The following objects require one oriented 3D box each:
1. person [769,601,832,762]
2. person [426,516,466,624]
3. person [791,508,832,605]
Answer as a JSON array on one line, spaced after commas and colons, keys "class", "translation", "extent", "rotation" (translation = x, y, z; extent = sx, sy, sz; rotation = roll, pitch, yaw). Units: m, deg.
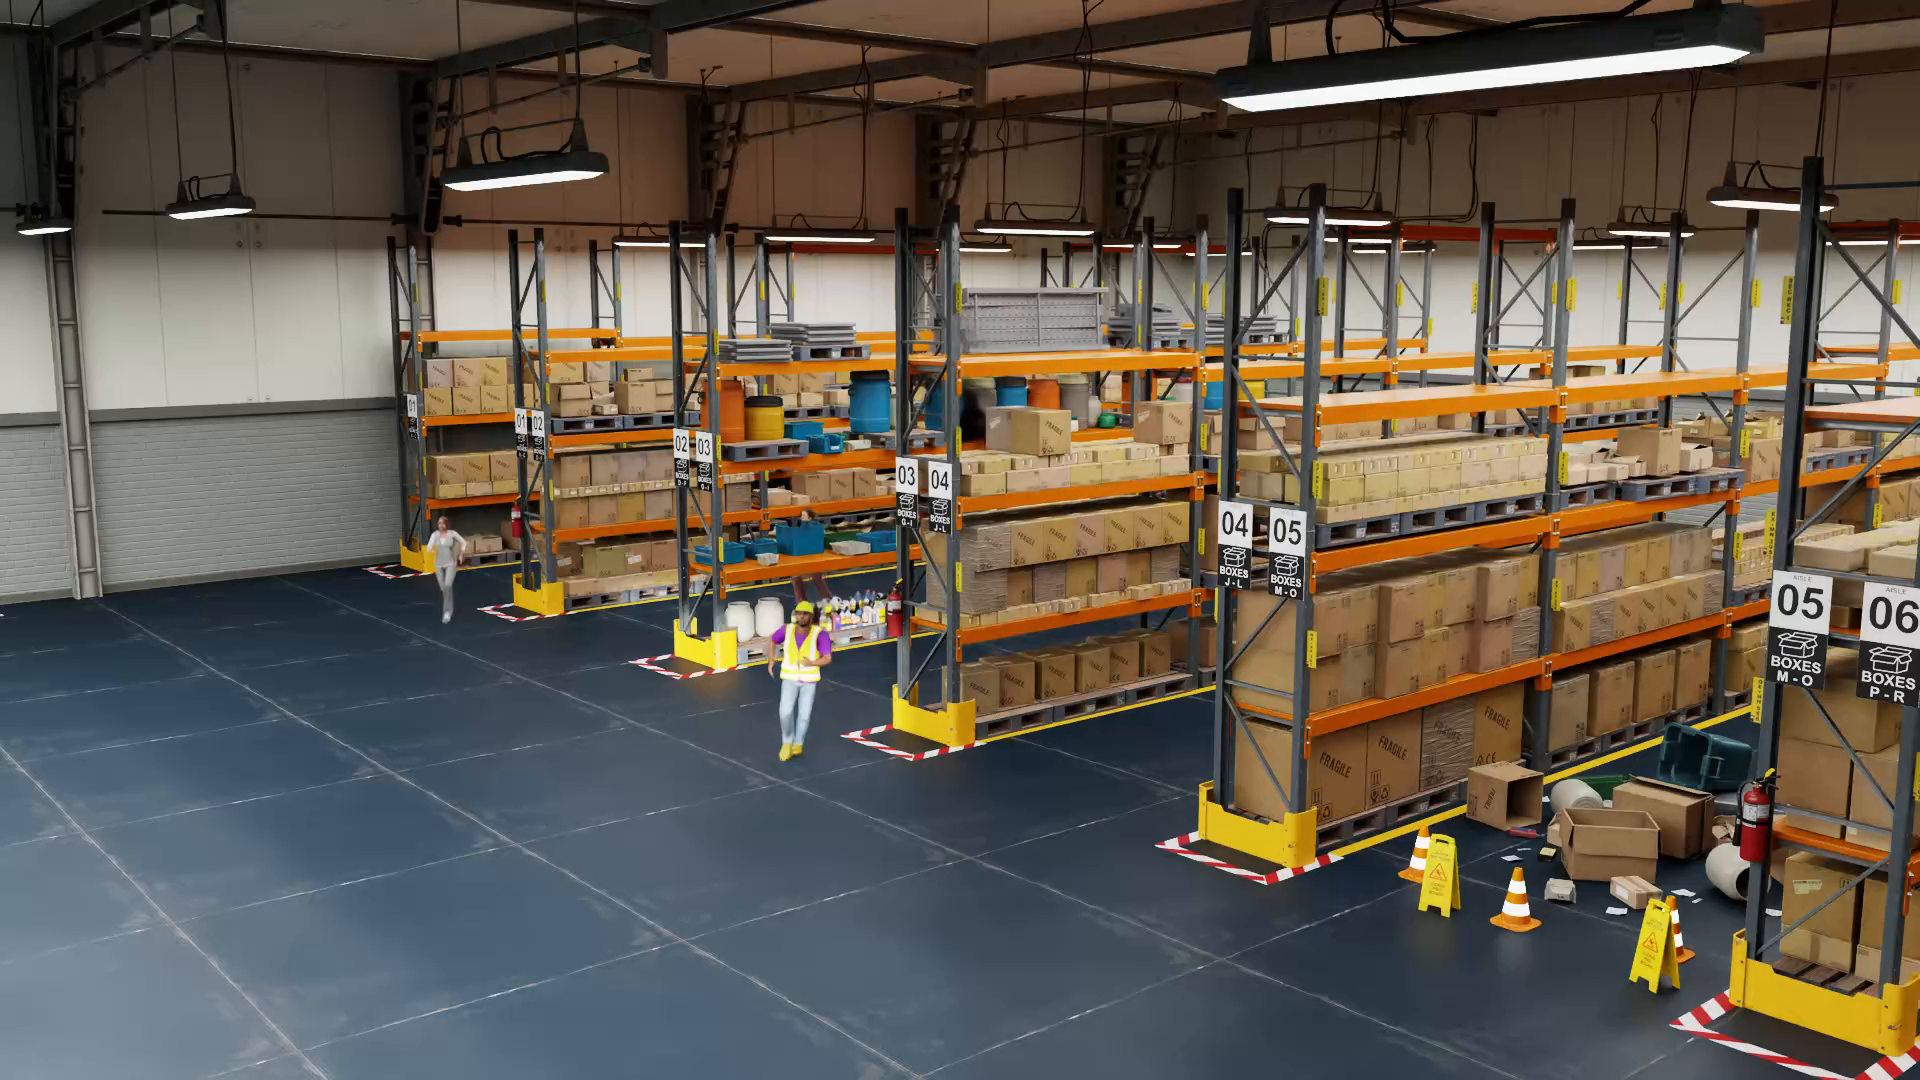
[{"class": "person", "translation": [-1.742, 1.539, 18.156], "extent": [0.693, 1.765, 0.656], "rotation": [-1, 9, -5]}, {"class": "person", "translation": [-7.928, 0.439, 25.641], "extent": [0.538, 1.616, 0.684], "rotation": [0, 9, 2]}, {"class": "person", "translation": [-2.345, 0.325, 26.324], "extent": [0.497, 1.698, 0.818], "rotation": [6, 11, 36]}]
